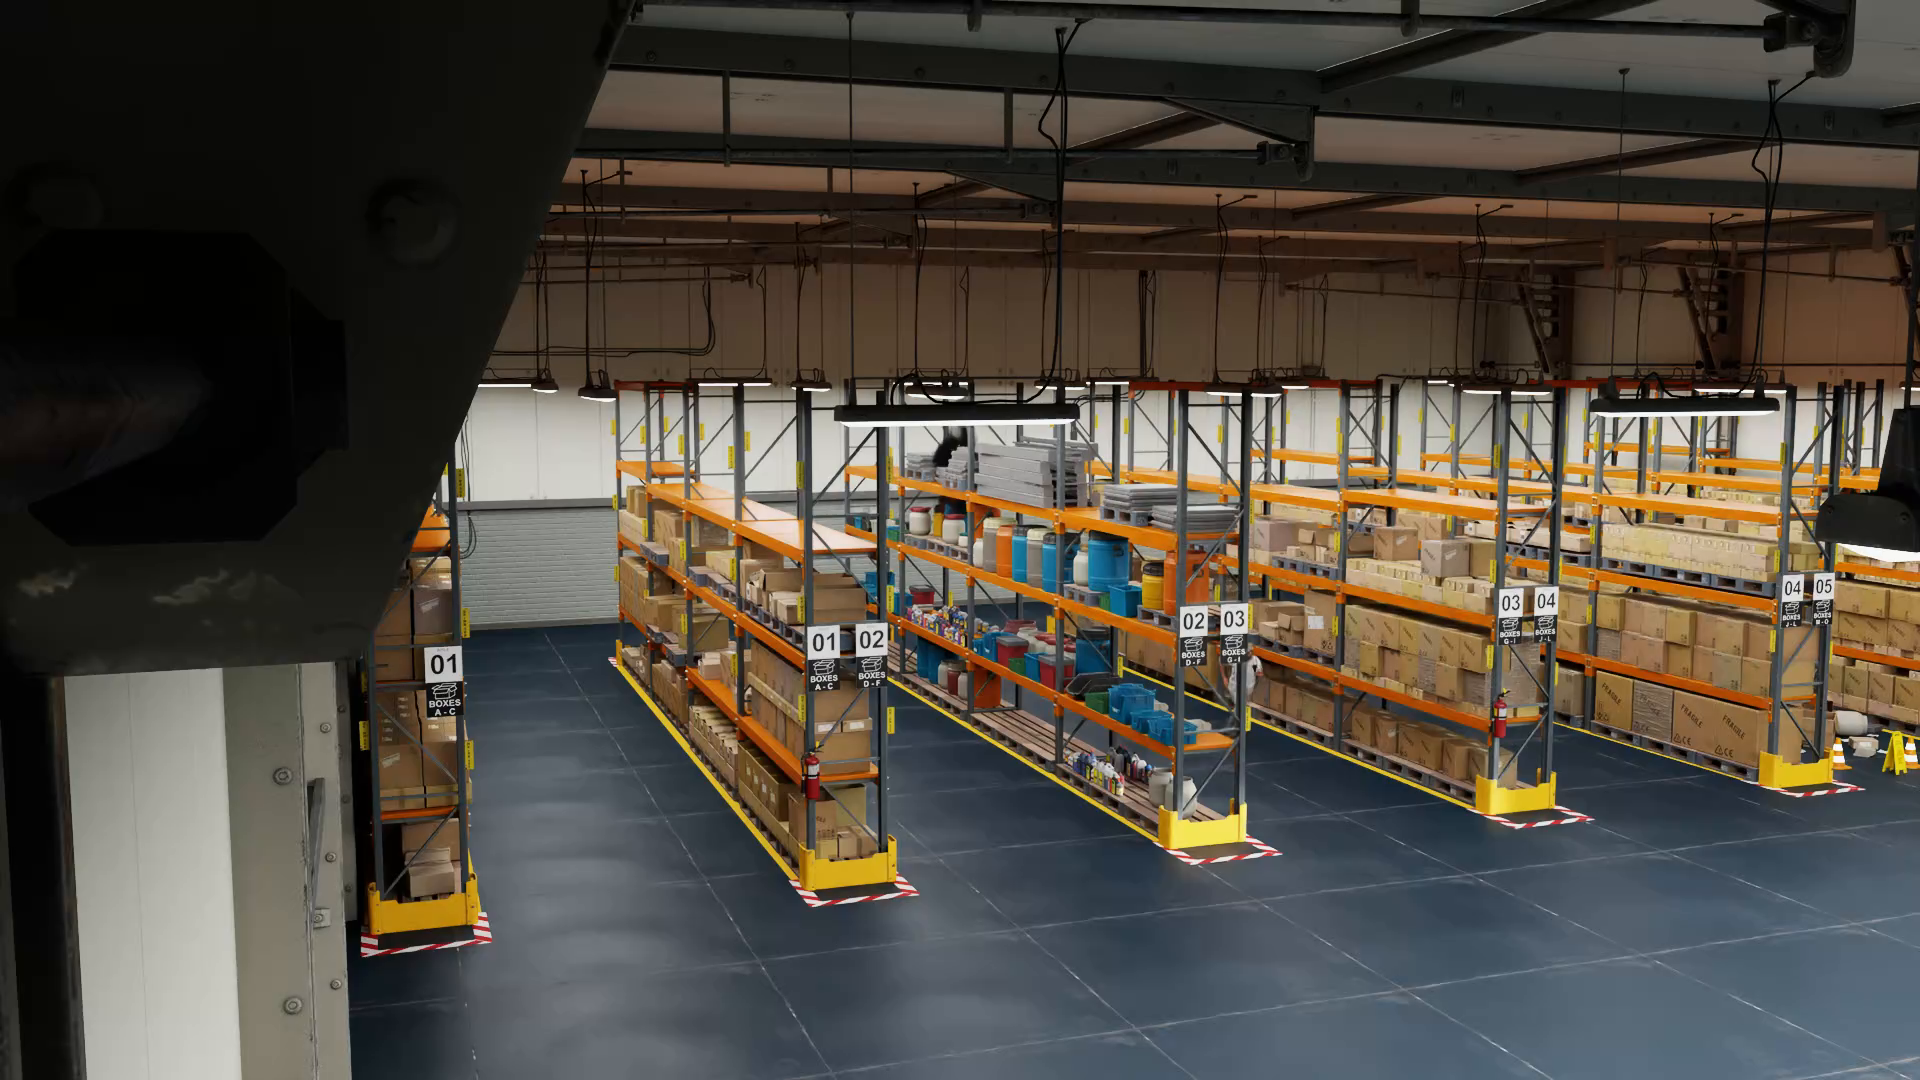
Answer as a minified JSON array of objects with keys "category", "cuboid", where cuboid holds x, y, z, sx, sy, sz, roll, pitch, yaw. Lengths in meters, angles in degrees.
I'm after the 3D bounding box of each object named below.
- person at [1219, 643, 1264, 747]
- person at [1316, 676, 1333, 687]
[{"category":"person","cuboid":[4.690,2.547,27.798,0.650,1.783,0.965,-2,7,-22]},{"category":"person","cuboid":[6.882,2.210,31.314,0.599,1.680,0.952,-2,6,-16]}]
